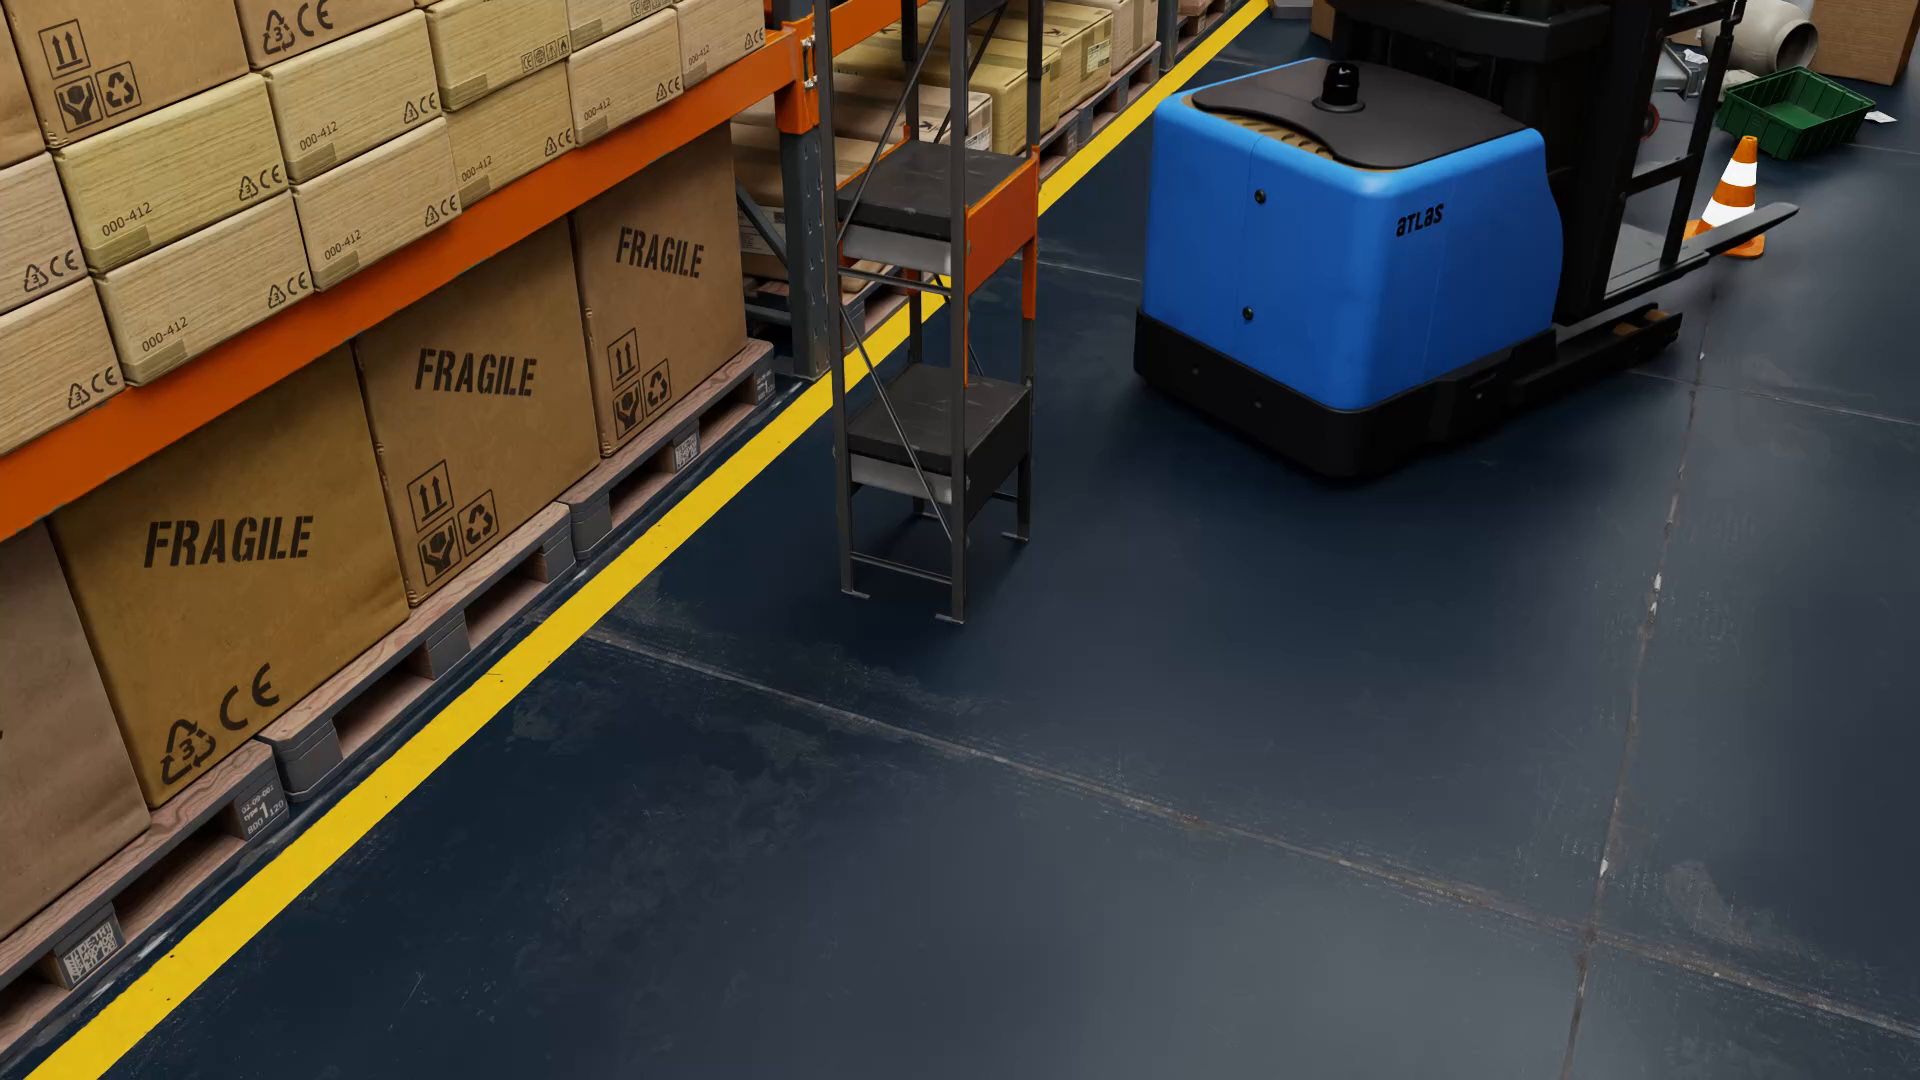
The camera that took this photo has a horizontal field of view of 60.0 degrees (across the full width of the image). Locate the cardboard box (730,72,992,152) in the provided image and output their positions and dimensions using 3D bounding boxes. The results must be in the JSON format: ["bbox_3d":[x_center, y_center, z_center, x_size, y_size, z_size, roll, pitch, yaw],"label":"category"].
[{"bbox_3d":[-0.416,-1.699,7.118,0.950,0.372,0.625,13,36,20],"label":"cardboard box"}]

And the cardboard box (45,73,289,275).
[{"bbox_3d":[-1.768,-0.793,3.405,0.500,0.250,0.500,15,36,21],"label":"cardboard box"}]

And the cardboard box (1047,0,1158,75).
[{"bbox_3d":[0.493,-2.781,8.769,0.950,0.372,0.625,15,36,21],"label":"cardboard box"}]

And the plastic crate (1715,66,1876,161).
[{"bbox_3d":[4.132,-2.116,8.253,0.662,0.188,0.450,-21,49,-29],"label":"plastic crate"}]

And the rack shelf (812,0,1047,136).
[{"bbox_3d":[-0.069,-1.370,4.172,0.431,0.518,0.480,14,36,20],"label":"rack shelf"}]

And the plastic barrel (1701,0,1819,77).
[{"bbox_3d":[4.330,-2.720,9.012,0.421,0.421,0.512,-15,36,-21],"label":"plastic barrel"}]

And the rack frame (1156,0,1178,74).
[{"bbox_3d":[0.711,-3.966,8.562,1.000,3.000,0.127,14,36,20],"label":"rack frame"}]

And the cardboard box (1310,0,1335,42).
[{"bbox_3d":[2.395,-3.143,9.585,0.500,0.500,0.500,-15,36,-21],"label":"cardboard box"}]

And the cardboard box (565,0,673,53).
[{"bbox_3d":[-1.146,-1.564,4.581,0.500,0.250,0.500,13,36,19],"label":"cardboard box"}]

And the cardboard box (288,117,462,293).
[{"bbox_3d":[-1.551,-0.834,3.923,0.500,0.250,0.500,14,36,20],"label":"cardboard box"}]

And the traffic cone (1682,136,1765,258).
[{"bbox_3d":[3.316,-1.498,7.113,0.336,0.463,0.334,14,36,20],"label":"traffic cone"}]

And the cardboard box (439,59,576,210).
[{"bbox_3d":[-1.363,-1.094,4.320,0.500,0.250,0.500,14,36,20],"label":"cardboard box"}]

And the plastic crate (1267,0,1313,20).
[{"bbox_3d":[2.112,-3.338,10.269,0.402,0.080,0.583,3,33,4],"label":"plastic crate"}]

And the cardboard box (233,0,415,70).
[{"bbox_3d":[-1.581,-1.362,3.589,0.500,0.500,0.500,14,36,20],"label":"cardboard box"}]

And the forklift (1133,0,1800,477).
[{"bbox_3d":[2.114,-2.079,5.747,3.031,2.935,1.130,-23,39,-30],"label":"forklift"}]

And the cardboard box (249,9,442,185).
[{"bbox_3d":[-1.559,-1.046,3.790,0.500,0.250,0.500,13,35,19],"label":"cardboard box"}]

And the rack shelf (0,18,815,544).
[{"bbox_3d":[-1.800,-0.677,4.202,1.077,0.370,4.000,14,36,20],"label":"rack shelf"}]

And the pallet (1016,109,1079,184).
[{"bbox_3d":[-0.123,-1.802,7.805,1.003,0.211,1.213,14,36,20],"label":"pallet"}]

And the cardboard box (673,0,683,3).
[{"bbox_3d":[-0.935,-1.820,4.971,0.500,0.250,0.500,14,36,20],"label":"cardboard box"}]

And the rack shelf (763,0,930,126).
[{"bbox_3d":[-0.126,-2.669,7.241,1.077,0.370,4.000,14,36,20],"label":"rack shelf"}]

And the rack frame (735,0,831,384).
[{"bbox_3d":[-0.963,-1.973,5.524,1.000,3.000,0.127,14,36,20],"label":"rack frame"}]

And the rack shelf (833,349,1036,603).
[{"bbox_3d":[-0.069,-0.199,4.940,0.431,0.518,0.480,14,36,20],"label":"rack shelf"}]

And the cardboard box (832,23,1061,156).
[{"bbox_3d":[-0.094,-2.075,7.693,0.950,0.372,0.625,15,36,22],"label":"cardboard box"}]

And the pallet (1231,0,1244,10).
[{"bbox_3d":[1.469,-3.752,10.779,1.003,0.211,1.213,14,36,20],"label":"pallet"}]

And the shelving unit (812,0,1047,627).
[{"bbox_3d":[-0.069,-0.796,4.549,0.431,2.100,0.503,14,36,20],"label":"shelving unit"}]

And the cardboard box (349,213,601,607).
[{"bbox_3d":[-1.704,-0.492,4.820,0.875,0.875,0.875,15,36,21],"label":"cardboard box"}]

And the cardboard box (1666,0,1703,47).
[{"bbox_3d":[4.295,-3.016,9.607,0.396,0.266,0.258,21,39,28],"label":"cardboard box"}]

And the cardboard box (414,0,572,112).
[{"bbox_3d":[-1.342,-1.304,4.185,0.500,0.250,0.500,13,36,19],"label":"cardboard box"}]

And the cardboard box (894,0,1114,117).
[{"bbox_3d":[0.196,-2.422,8.221,0.950,0.372,0.625,16,37,23],"label":"cardboard box"}]

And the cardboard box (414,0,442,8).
[{"bbox_3d":[-1.363,-1.613,3.971,0.500,0.500,0.500,14,36,21],"label":"cardboard box"}]

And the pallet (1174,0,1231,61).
[{"bbox_3d":[0.960,-3.142,9.849,1.003,0.211,1.213,14,36,20],"label":"pallet"}]

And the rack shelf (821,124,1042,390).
[{"bbox_3d":[-0.069,-0.784,4.556,0.431,0.518,0.480,14,36,20],"label":"rack shelf"}]

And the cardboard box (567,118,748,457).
[{"bbox_3d":[-1.327,-0.936,5.496,0.875,0.875,0.875,14,36,20],"label":"cardboard box"}]

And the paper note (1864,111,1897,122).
[{"bbox_3d":[4.708,-2.182,8.549,0.147,0.020,0.142,-9,34,-13],"label":"paper note"}]

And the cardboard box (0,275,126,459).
[{"bbox_3d":[-1.997,-0.335,3.162,0.500,0.250,0.500,13,36,19],"label":"cardboard box"}]

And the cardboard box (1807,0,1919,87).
[{"bbox_3d":[4.966,-2.845,9.130,0.500,0.500,0.500,21,39,28],"label":"cardboard box"}]

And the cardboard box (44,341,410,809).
[{"bbox_3d":[-2.079,-0.047,4.141,0.875,0.875,0.875,15,36,22],"label":"cardboard box"}]

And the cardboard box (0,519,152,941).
[{"bbox_3d":[-2.450,0.404,3.452,0.875,0.875,0.875,15,36,22],"label":"cardboard box"}]

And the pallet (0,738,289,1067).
[{"bbox_3d":[-2.382,0.783,3.863,1.003,0.211,1.213,14,36,20],"label":"pallet"}]

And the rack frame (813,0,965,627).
[{"bbox_3d":[-0.171,-0.674,4.363,0.400,2.100,0.015,14,36,20],"label":"rack frame"}]

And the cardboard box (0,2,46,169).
[{"bbox_3d":[-2.003,-0.854,2.814,0.500,0.500,0.500,14,36,20],"label":"cardboard box"}]

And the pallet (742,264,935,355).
[{"bbox_3d":[-0.635,-1.196,6.882,1.003,0.211,1.213,14,36,20],"label":"pallet"}]

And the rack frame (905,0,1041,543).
[{"bbox_3d":[0.033,-0.917,4.734,0.400,2.100,0.015,14,36,20],"label":"rack frame"}]

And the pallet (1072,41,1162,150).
[{"bbox_3d":[0.386,-2.411,8.735,1.003,0.211,1.213,14,36,20],"label":"pallet"}]

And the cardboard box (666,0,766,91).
[{"bbox_3d":[-0.939,-1.599,5.090,0.500,0.250,0.500,13,35,19],"label":"cardboard box"}]

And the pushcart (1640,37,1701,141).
[{"bbox_3d":[2.802,-2.371,8.522,1.648,0.377,0.936,3,33,4],"label":"pushcart"}]

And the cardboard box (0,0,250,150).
[{"bbox_3d":[-1.791,-1.103,3.194,0.500,0.500,0.500,13,36,19],"label":"cardboard box"}]

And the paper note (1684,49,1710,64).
[{"bbox_3d":[4.155,-2.732,9.395,0.172,0.023,0.155,29,43,36],"label":"paper note"}]

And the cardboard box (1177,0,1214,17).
[{"bbox_3d":[1.203,-3.223,9.555,0.500,0.250,0.500,13,35,18],"label":"cardboard box"}]

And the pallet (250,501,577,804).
[{"bbox_3d":[-1.873,0.173,4.793,1.003,0.211,1.213,14,36,20],"label":"pallet"}]

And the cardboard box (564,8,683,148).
[{"bbox_3d":[-1.138,-1.341,4.697,0.500,0.250,0.500,15,36,21],"label":"cardboard box"}]

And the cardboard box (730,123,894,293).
[{"bbox_3d":[-0.717,-1.329,6.555,0.950,0.372,0.625,12,35,17],"label":"cardboard box"}]

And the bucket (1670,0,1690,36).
[{"bbox_3d":[3.212,-2.744,8.298,0.726,0.611,0.620,29,53,36],"label":"bucket"}]

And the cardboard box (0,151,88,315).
[{"bbox_3d":[-2.004,-0.548,3.031,0.500,0.250,0.500,15,36,21],"label":"cardboard box"}]

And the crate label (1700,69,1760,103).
[{"bbox_3d":[4.073,-2.384,8.761,0.298,0.136,0.250,-9,34,-13],"label":"crate label"}]

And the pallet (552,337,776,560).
[{"bbox_3d":[-1.361,-0.432,5.716,1.003,0.211,1.213,14,36,20],"label":"pallet"}]

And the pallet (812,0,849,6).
[{"bbox_3d":[-0.761,-2.273,6.155,1.213,0.211,1.003,14,36,20],"label":"pallet"}]

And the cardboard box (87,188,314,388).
[{"bbox_3d":[-1.769,-0.587,3.546,0.500,0.250,0.500,14,36,20],"label":"cardboard box"}]
